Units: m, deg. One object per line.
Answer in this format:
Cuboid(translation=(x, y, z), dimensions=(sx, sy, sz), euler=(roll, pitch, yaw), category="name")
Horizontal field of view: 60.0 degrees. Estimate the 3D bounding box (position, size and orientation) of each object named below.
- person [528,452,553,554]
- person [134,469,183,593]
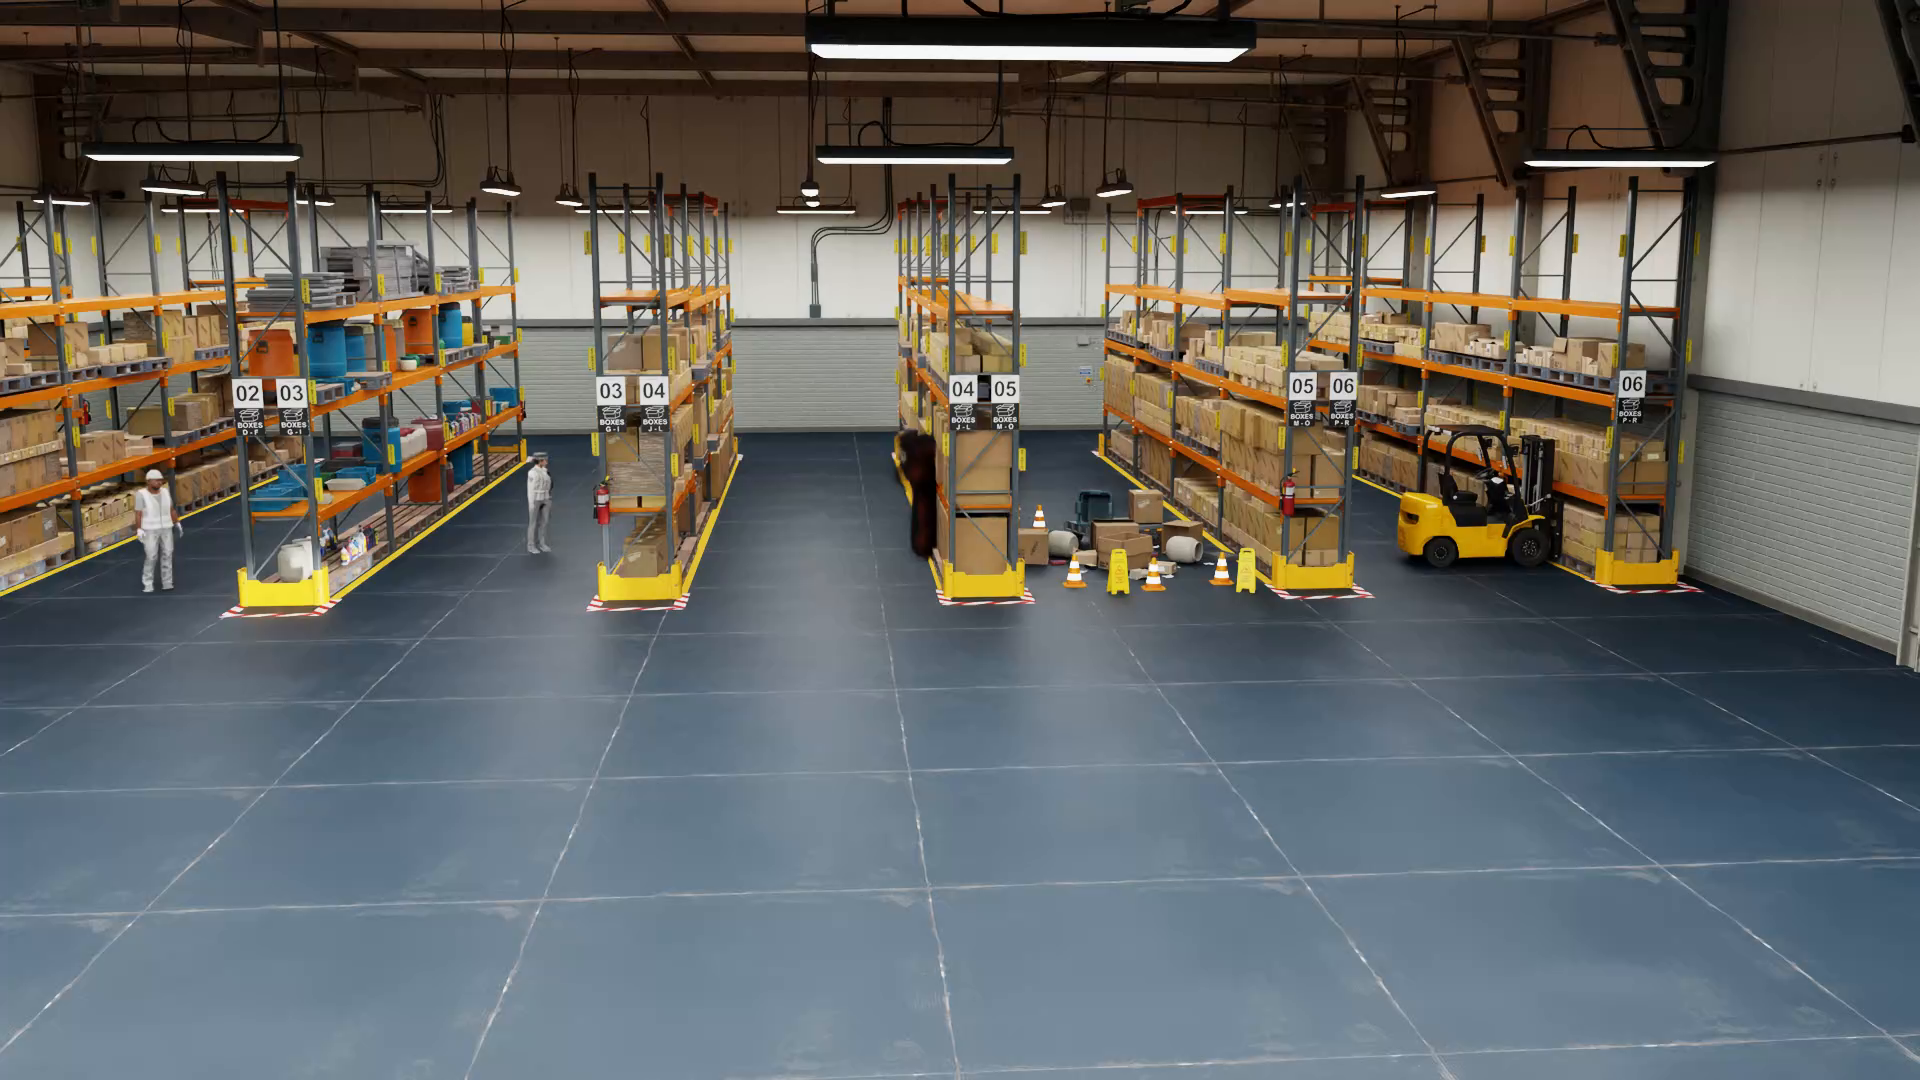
Cuboid(translation=(-6.933, -0.618, 27.427), dimensions=(0.383, 1.671, 0.511), euler=(7, 12, 34), category="person")
Cuboid(translation=(-11.789, -0.129, 24.482), dimensions=(0.397, 1.825, 0.613), euler=(9, 14, 42), category="person")
